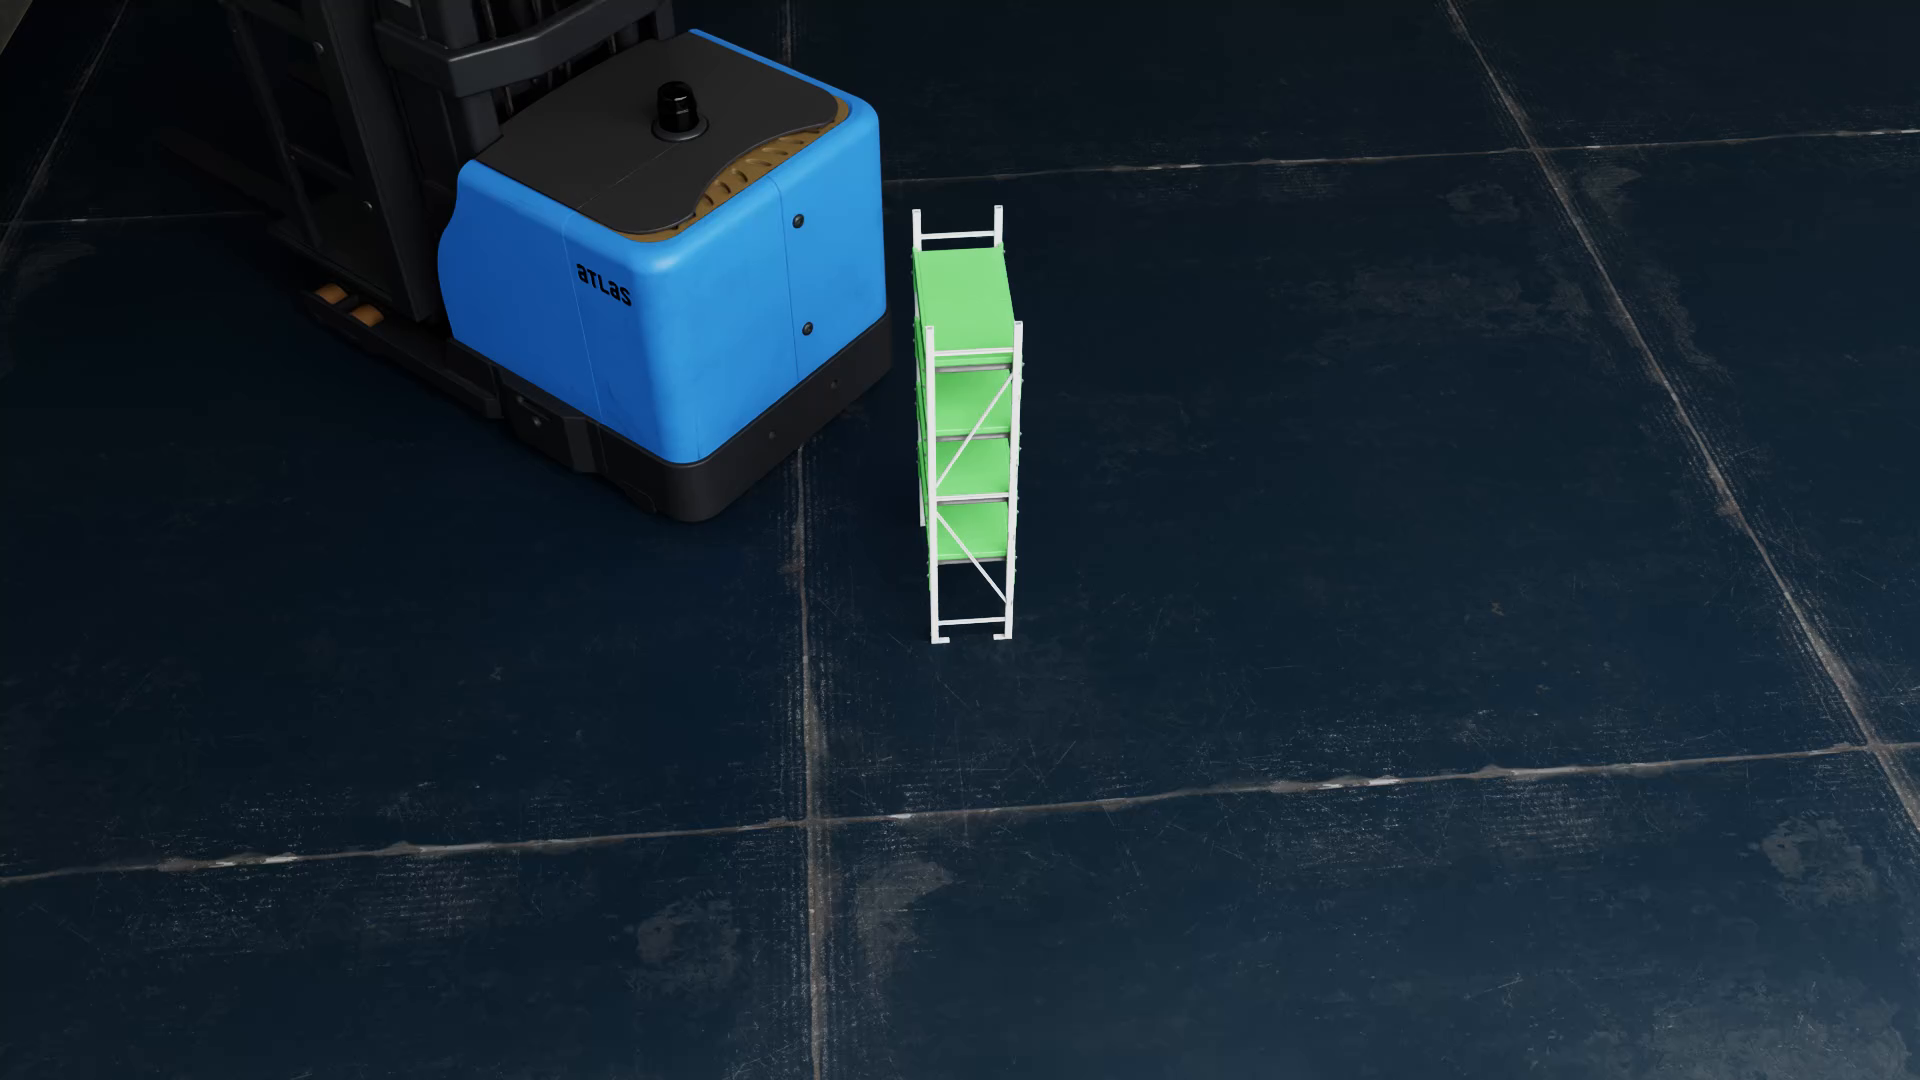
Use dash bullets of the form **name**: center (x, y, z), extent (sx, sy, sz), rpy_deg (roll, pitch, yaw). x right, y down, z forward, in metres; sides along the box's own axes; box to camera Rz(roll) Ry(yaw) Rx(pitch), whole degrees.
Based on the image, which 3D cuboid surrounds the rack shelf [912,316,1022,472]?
- **rack shelf**: center (0.014, -0.414, 4.573), extent (0.258, 0.148, 0.480), rpy_deg (-3, 47, -3)

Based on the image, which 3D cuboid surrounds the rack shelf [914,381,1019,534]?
- **rack shelf**: center (0.014, -0.249, 4.747), extent (0.258, 0.148, 0.480), rpy_deg (-3, 47, -3)

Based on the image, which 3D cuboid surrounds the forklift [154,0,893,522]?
- **forklift**: center (-1.711, -1.950, 5.078), extent (3.031, 2.935, 1.130), rpy_deg (29, 53, 25)

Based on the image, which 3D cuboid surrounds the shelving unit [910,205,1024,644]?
- **shelving unit**: center (0.014, -0.293, 4.701), extent (0.258, 1.200, 0.503), rpy_deg (-3, 47, -3)

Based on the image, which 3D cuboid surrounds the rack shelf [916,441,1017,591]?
- **rack shelf**: center (0.014, -0.084, 4.922), extent (0.258, 0.148, 0.480), rpy_deg (-3, 47, -3)

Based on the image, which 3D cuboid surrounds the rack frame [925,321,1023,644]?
- **rack frame**: center (0.034, -0.116, 4.534), extent (0.240, 1.200, 0.015), rpy_deg (-3, 47, -3)

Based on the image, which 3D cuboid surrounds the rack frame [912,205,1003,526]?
- **rack frame**: center (-0.007, -0.469, 4.868), extent (0.240, 1.200, 0.015), rpy_deg (-3, 47, -3)

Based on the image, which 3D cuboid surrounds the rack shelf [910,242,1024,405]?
- **rack shelf**: center (0.014, -0.579, 4.399), extent (0.258, 0.148, 0.480), rpy_deg (-3, 47, -3)
